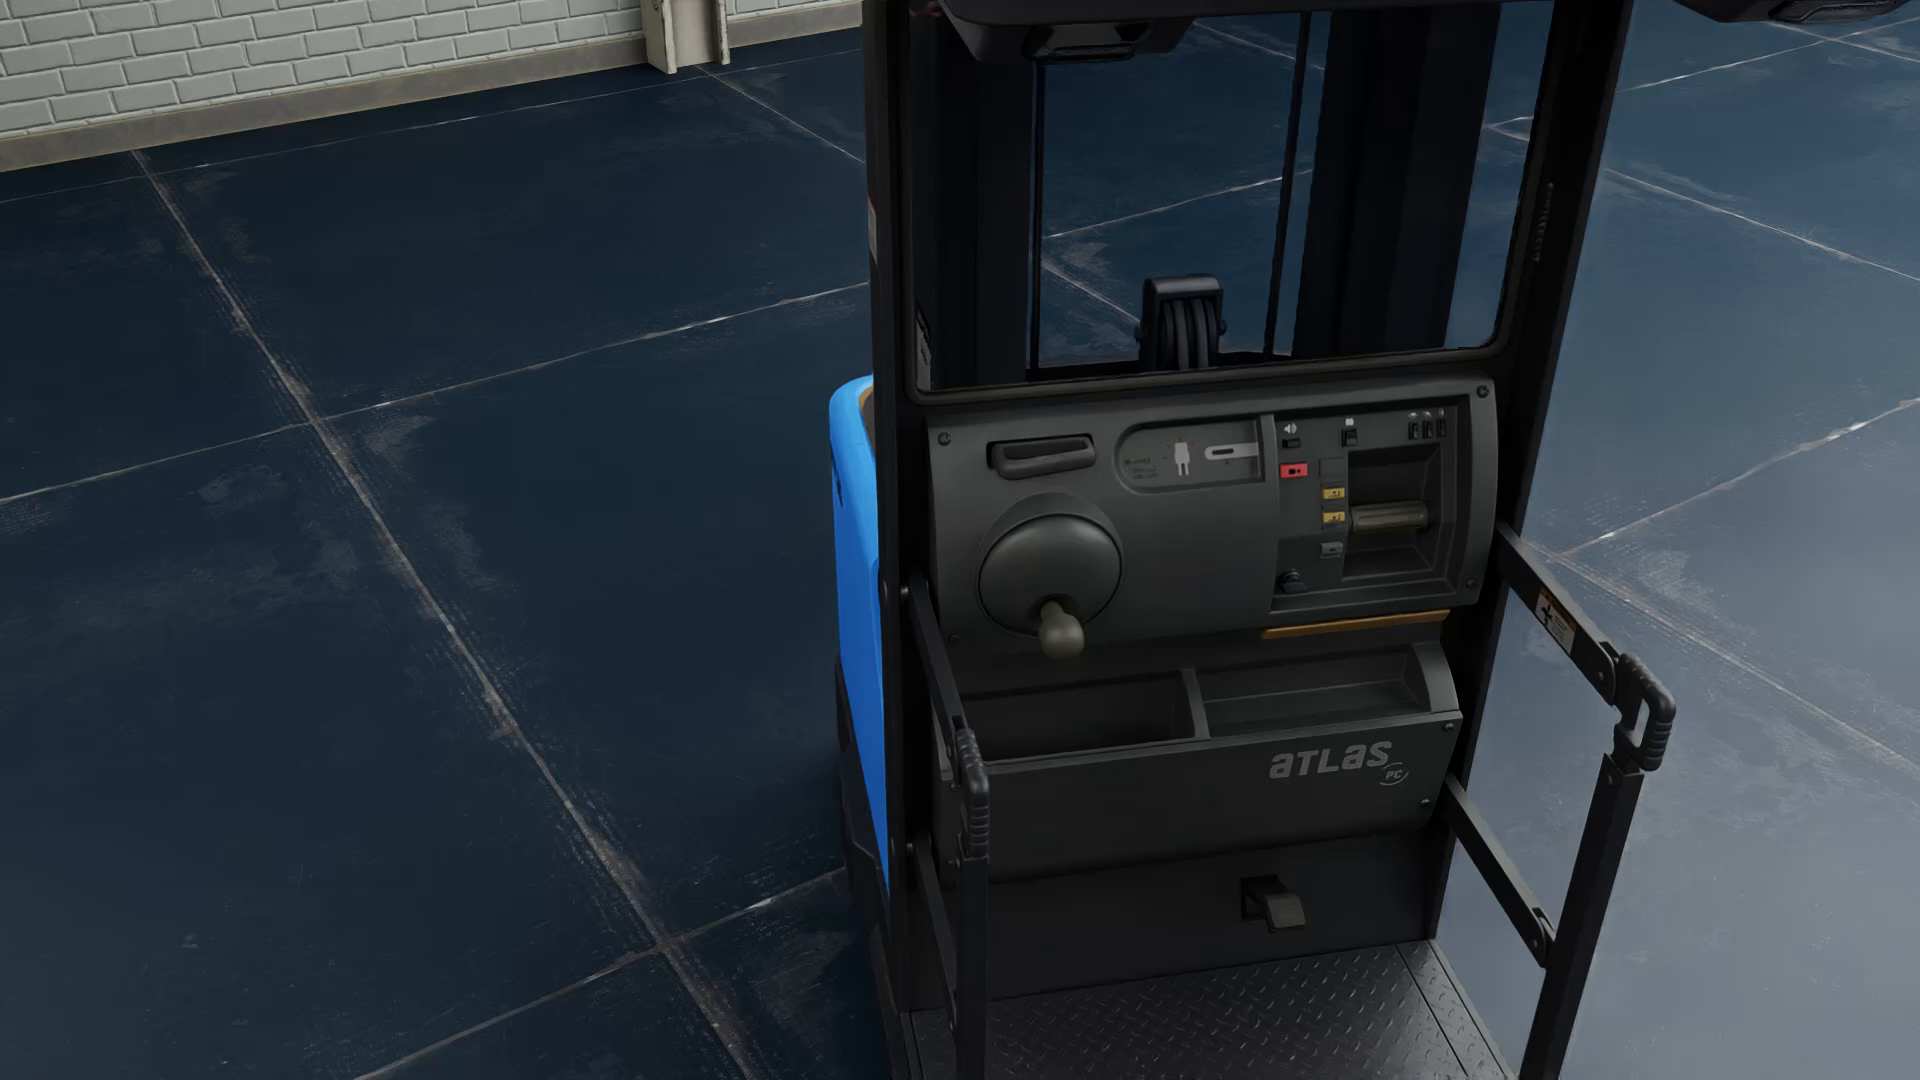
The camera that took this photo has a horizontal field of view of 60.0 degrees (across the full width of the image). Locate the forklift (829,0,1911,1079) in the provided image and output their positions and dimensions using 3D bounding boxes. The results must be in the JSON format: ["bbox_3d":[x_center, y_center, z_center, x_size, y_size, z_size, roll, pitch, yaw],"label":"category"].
[{"bbox_3d":[0.454,0.016,2.477,1.130,2.935,3.031,-6,33,-9],"label":"forklift"}]

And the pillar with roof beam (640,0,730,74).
[{"bbox_3d":[0.756,-4.649,4.186,0.400,9.000,9.100,-19,37,-27],"label":"pillar with roof beam"}]
